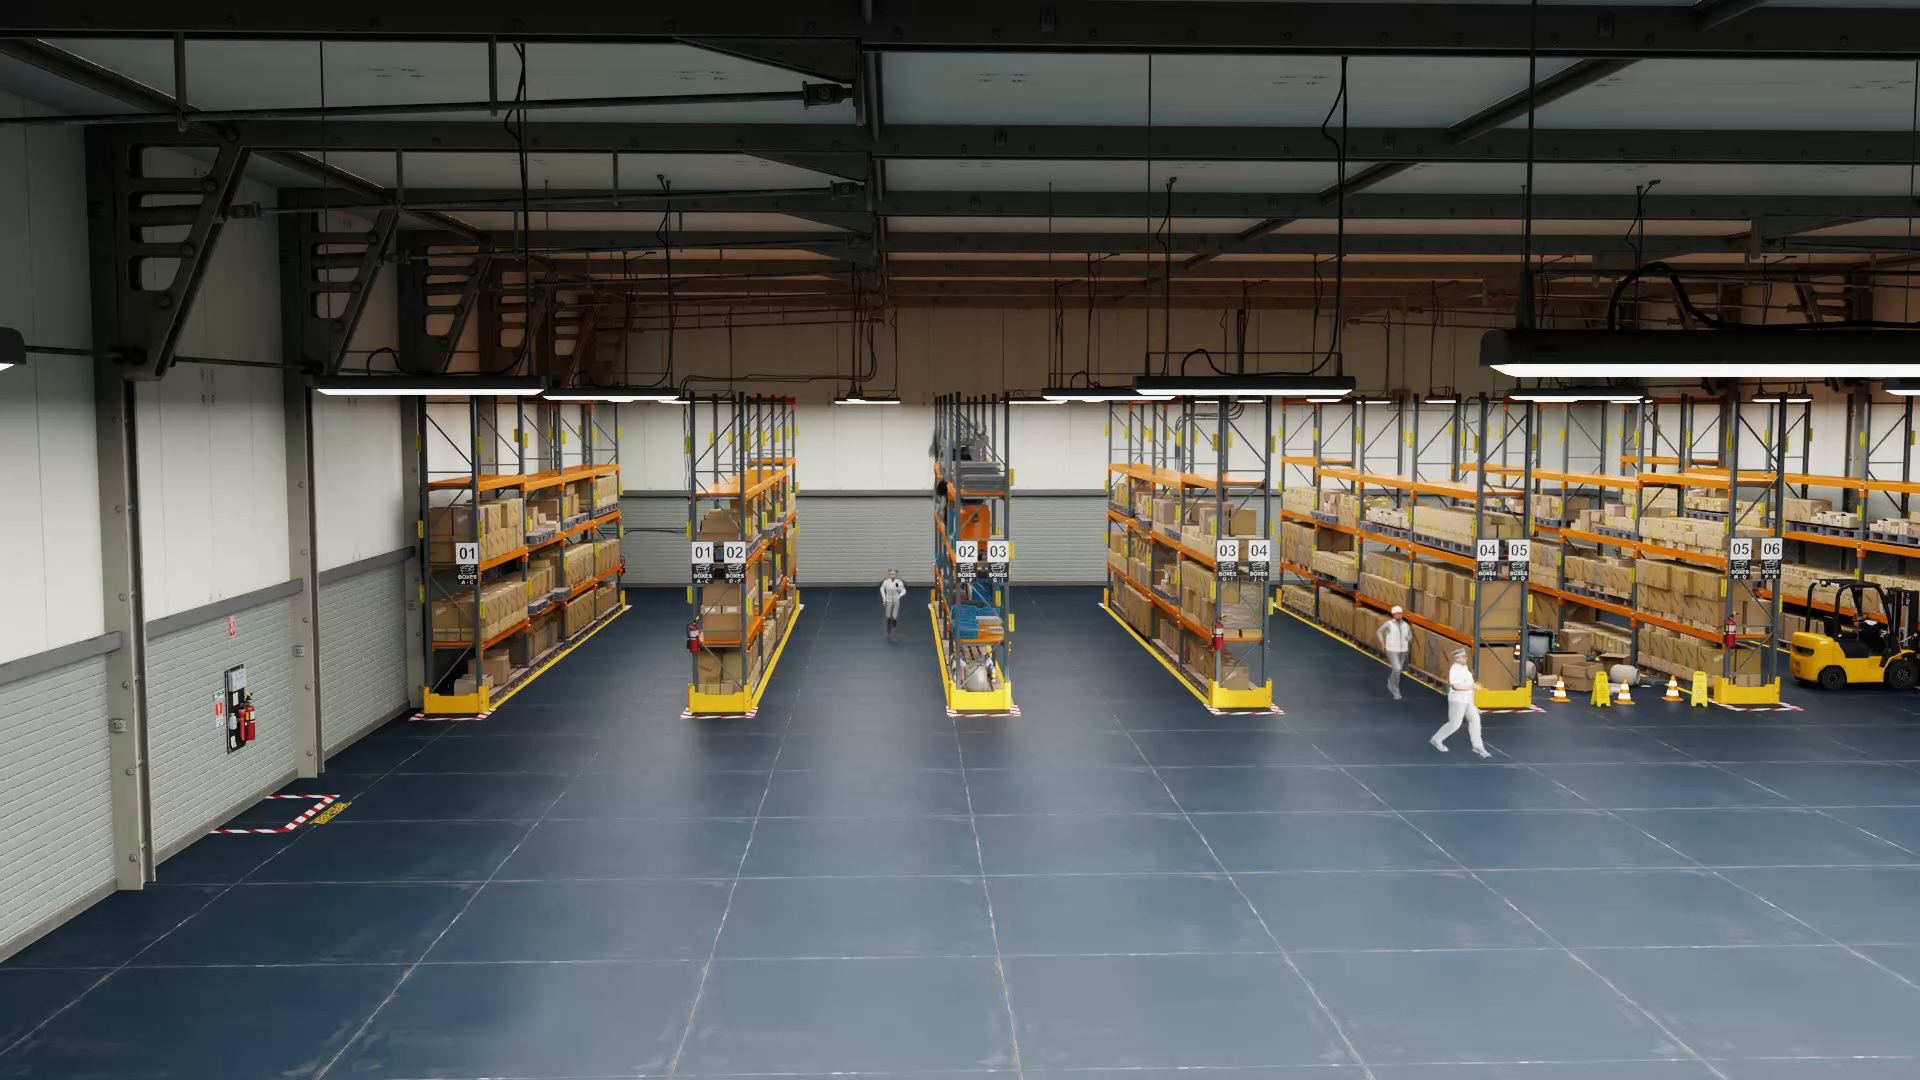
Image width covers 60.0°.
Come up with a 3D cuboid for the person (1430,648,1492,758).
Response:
[{"bbox_3d":[8.236,2.653,27.295,0.969,1.800,0.669,4,6,37],"label":"person"}]

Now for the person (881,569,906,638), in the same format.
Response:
[{"bbox_3d":[-1.612,1.527,40.120,0.617,1.684,0.635,0,5,-1],"label":"person"}]

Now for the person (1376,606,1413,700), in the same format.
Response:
[{"bbox_3d":[8.601,2.208,32.802,0.636,1.823,0.769,-1,5,-16],"label":"person"}]
